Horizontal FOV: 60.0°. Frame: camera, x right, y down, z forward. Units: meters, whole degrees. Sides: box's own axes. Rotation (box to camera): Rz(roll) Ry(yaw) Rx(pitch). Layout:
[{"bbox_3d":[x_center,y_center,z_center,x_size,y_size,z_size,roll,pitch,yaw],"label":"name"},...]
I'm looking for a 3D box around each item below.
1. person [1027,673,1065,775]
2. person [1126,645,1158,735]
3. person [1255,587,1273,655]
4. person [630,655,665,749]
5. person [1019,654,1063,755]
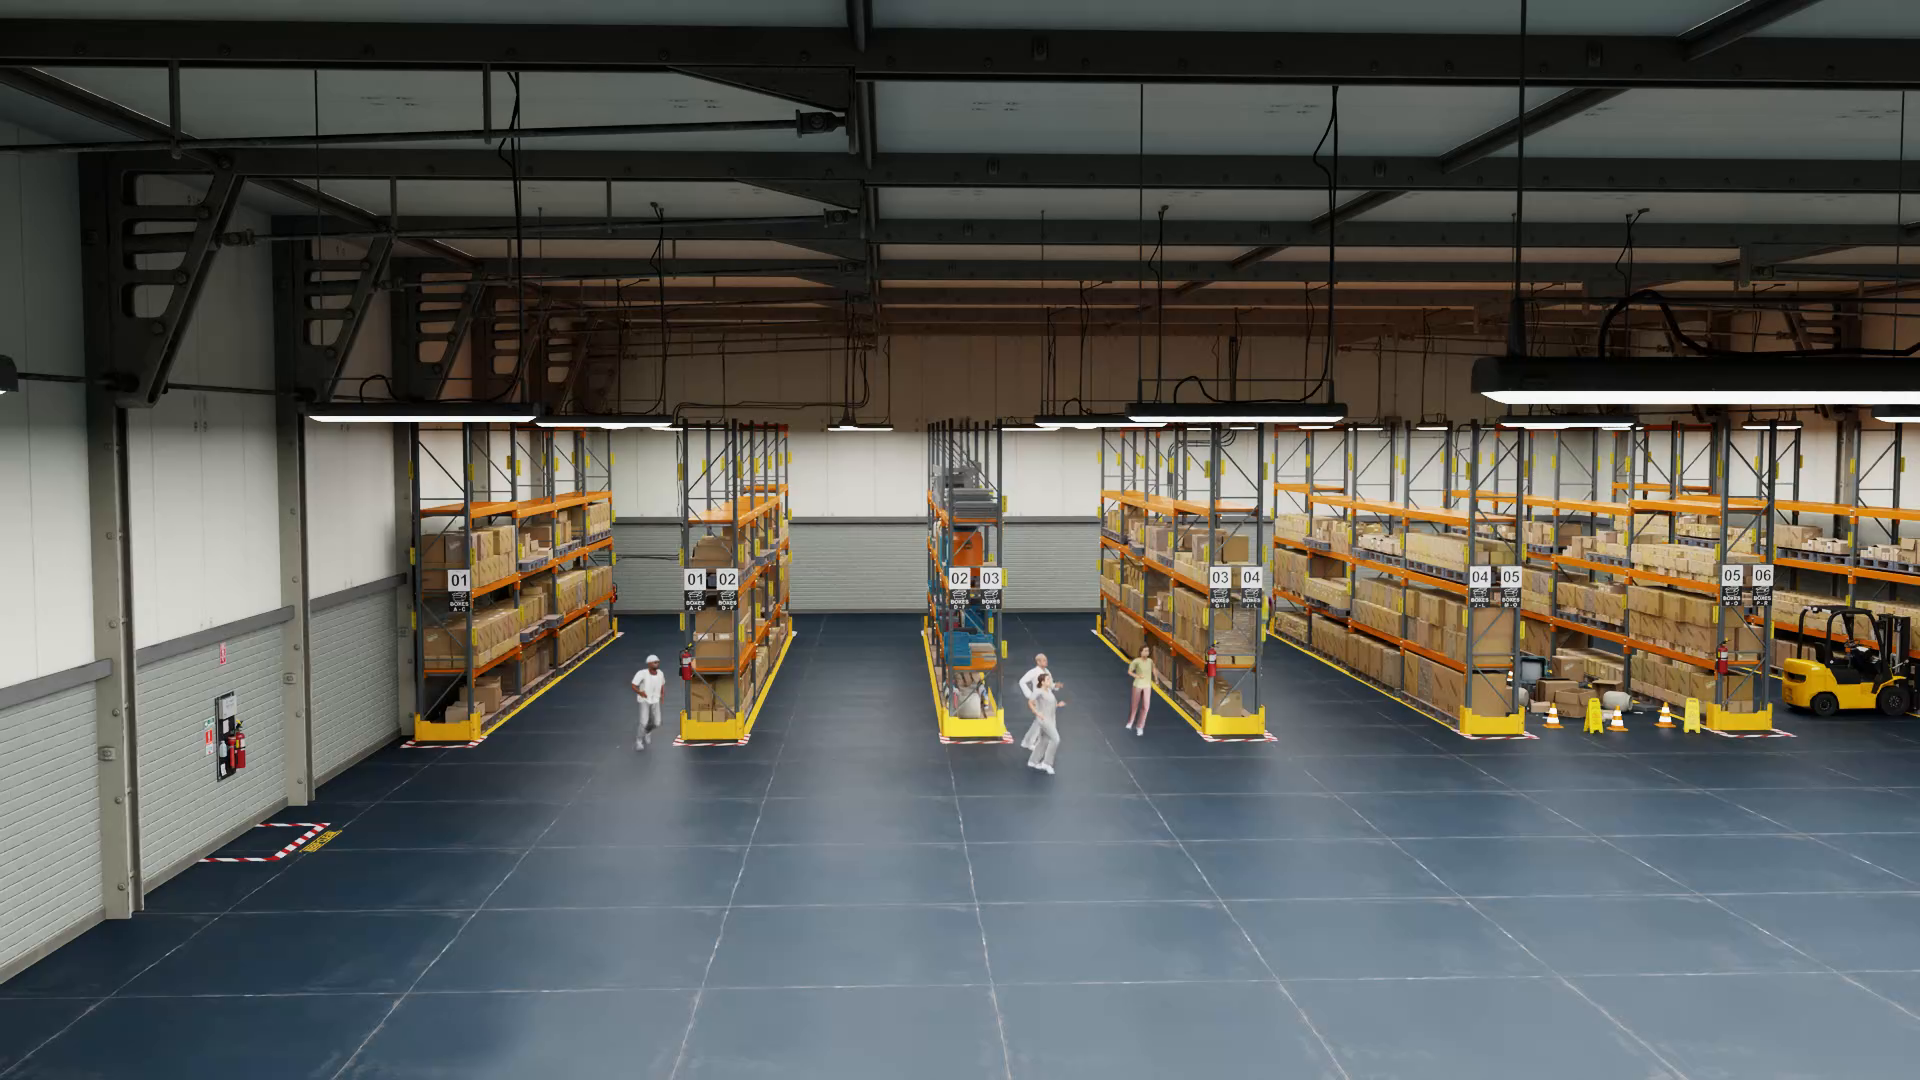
[{"bbox_3d":[1.451,3.095,28.054,0.682,1.710,0.545,2,4,22],"label":"person"},{"bbox_3d":[3.515,2.856,31.890,0.627,1.703,0.700,-1,4,-12],"label":"person"},{"bbox_3d":[7.814,2.080,43.333,0.725,1.755,0.965,0,4,-3],"label":"person"},{"bbox_3d":[-5.626,2.940,30.281,0.701,1.687,0.516,-2,4,-34],"label":"person"},{"bbox_3d":[1.444,2.947,29.558,0.831,1.847,0.668,2,4,24],"label":"person"}]
